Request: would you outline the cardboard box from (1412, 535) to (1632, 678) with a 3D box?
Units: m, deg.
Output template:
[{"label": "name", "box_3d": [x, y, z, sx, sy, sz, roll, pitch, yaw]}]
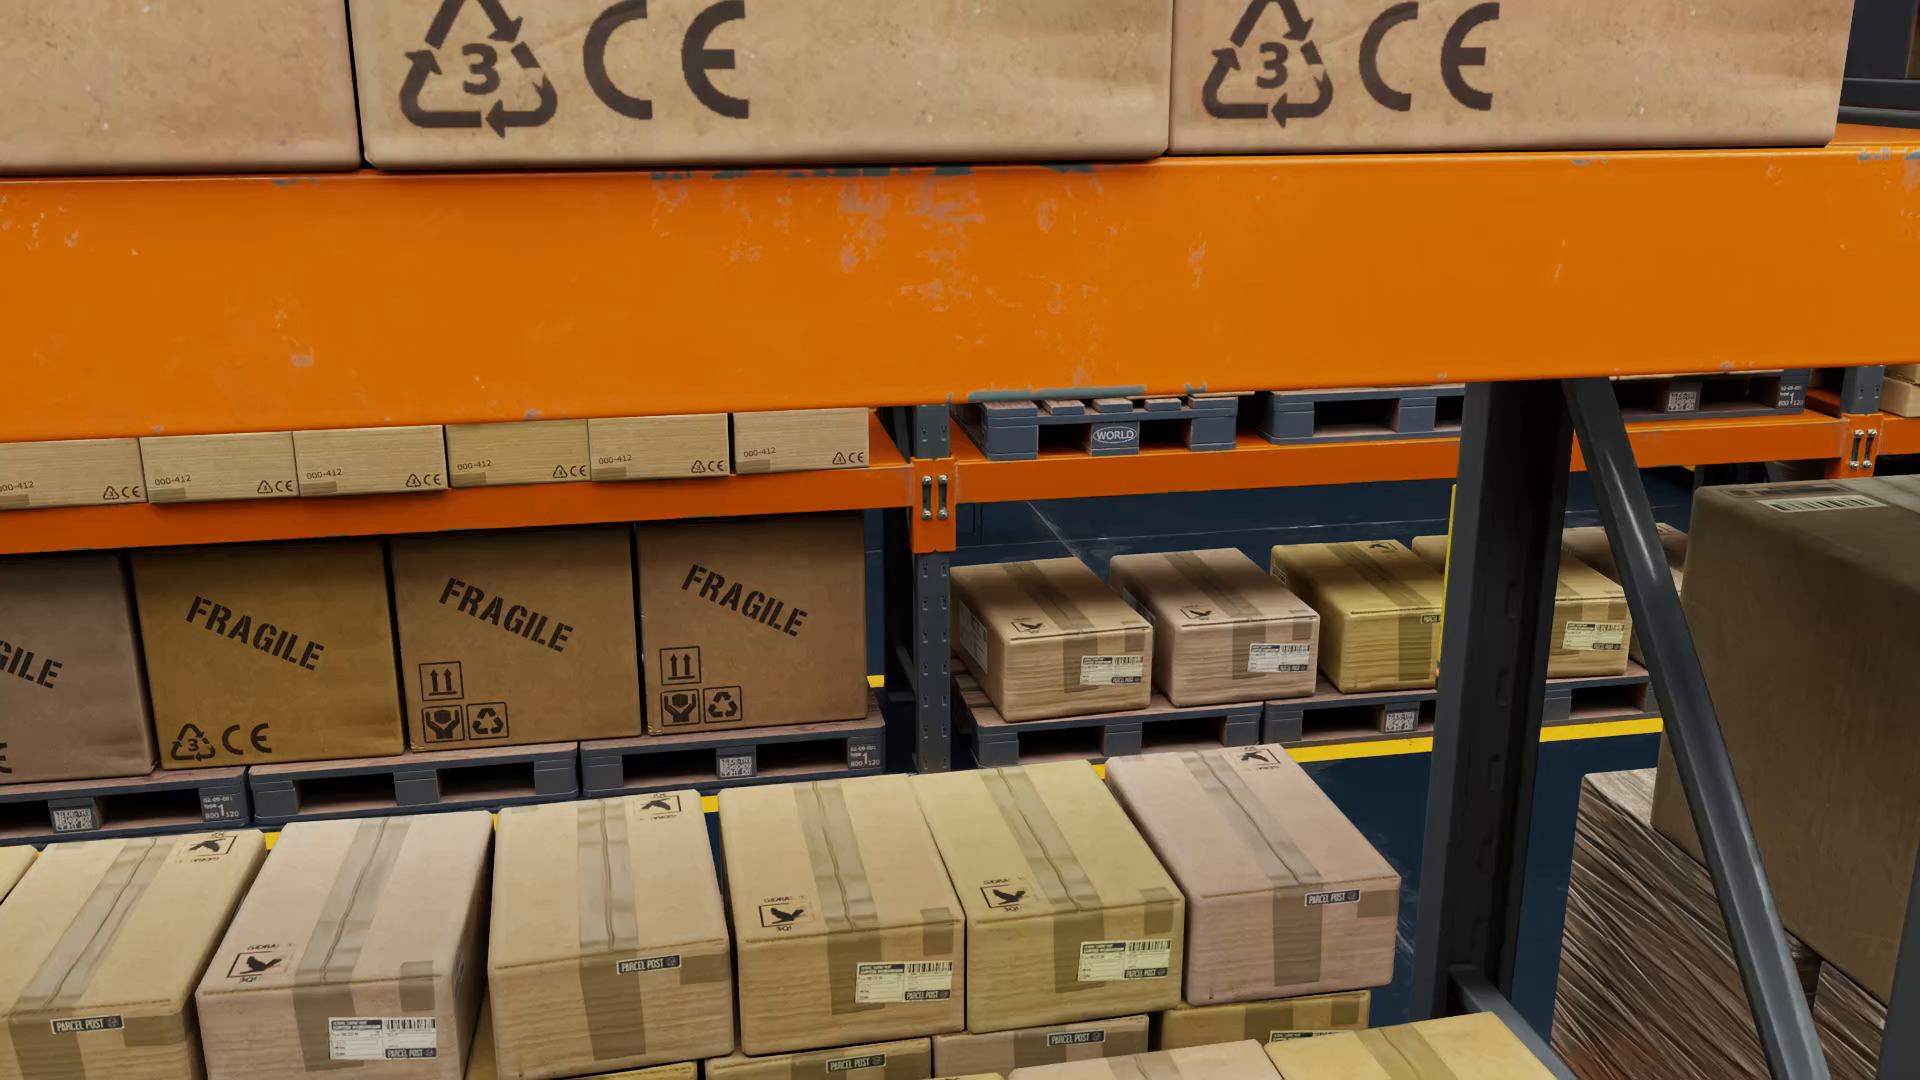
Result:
[{"label": "cardboard box", "box_3d": [2.514, 0.283, 7.541, 0.625, 0.372, 0.950, -2, 17, -7]}]

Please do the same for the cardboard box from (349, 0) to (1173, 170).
[{"label": "cardboard box", "box_3d": [-0.156, -0.544, 1.195, 0.500, 0.500, 0.500, -3, 17, -10]}]

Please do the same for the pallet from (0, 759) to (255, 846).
[{"label": "pallet", "box_3d": [-3.378, 0.871, 6.618, 1.213, 0.211, 1.003, -3, 17, -10]}]

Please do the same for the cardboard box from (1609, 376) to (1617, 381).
[{"label": "cardboard box", "box_3d": [2.523, -0.766, 6.910, 0.250, 0.149, 0.380, -3, 17, -10]}]

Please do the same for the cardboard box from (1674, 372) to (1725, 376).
[{"label": "cardboard box", "box_3d": [3.019, -0.806, 7.040, 0.250, 0.149, 0.380, -4, 17, -12]}]

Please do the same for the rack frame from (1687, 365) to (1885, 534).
[{"label": "rack frame", "box_3d": [3.734, -0.843, 7.448, 0.127, 3.000, 1.000, -3, 17, -10]}]

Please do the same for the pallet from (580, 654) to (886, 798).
[{"label": "pallet", "box_3d": [-0.982, 0.735, 7.060, 1.213, 0.211, 1.003, -3, 17, -10]}]

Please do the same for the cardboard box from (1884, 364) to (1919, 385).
[{"label": "cardboard box", "box_3d": [4.219, -0.977, 7.208, 0.500, 0.500, 0.500, -3, 17, -11]}]

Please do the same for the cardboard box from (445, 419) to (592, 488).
[{"label": "cardboard box", "box_3d": [-1.637, -0.389, 6.226, 0.500, 0.250, 0.500, -3, 17, -11]}]

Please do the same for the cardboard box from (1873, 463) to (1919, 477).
[{"label": "cardboard box", "box_3d": [4.364, -0.043, 7.534, 0.500, 0.500, 0.500, -2, 17, -8]}]

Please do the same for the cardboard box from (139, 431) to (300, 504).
[{"label": "cardboard box", "box_3d": [-2.625, -0.328, 6.025, 0.500, 0.250, 0.500, -3, 17, -11]}]

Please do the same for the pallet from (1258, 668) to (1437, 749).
[{"label": "pallet", "box_3d": [1.769, 0.603, 7.491, 1.213, 0.211, 1.003, -3, 17, -10]}]

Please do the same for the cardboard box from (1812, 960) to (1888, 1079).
[{"label": "cardboard box", "box_3d": [1.337, 0.806, 1.909, 0.500, 0.500, 0.500, -3, 17, -10]}]

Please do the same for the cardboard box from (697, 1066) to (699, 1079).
[{"label": "cardboard box", "box_3d": [-0.426, 0.733, 2.030, 0.250, 0.149, 0.380, -2, 17, -8]}]

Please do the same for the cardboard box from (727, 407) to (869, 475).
[{"label": "cardboard box", "box_3d": [-0.641, -0.446, 6.409, 0.500, 0.250, 0.500, -4, 17, -12]}]

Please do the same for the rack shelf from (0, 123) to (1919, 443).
[{"label": "rack shelf", "box_3d": [-1.119, -0.178, 1.398, 4.000, 0.370, 1.077, -3, 17, -10]}]

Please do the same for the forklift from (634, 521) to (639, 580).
[{"label": "forklift", "box_3d": [-2.314, -1.247, 8.880, 3.031, 2.935, 1.130, -4, 17, -12]}]

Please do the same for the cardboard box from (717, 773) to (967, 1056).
[{"label": "cardboard box", "box_3d": [-0.151, 0.434, 1.990, 0.250, 0.149, 0.380, -3, 17, -11]}]

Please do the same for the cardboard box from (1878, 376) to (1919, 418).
[{"label": "cardboard box", "box_3d": [4.104, -0.648, 7.241, 0.250, 0.149, 0.380, -3, 17, -11]}]

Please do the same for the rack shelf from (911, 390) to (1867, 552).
[{"label": "rack shelf", "box_3d": [1.770, -0.388, 7.191, 4.000, 0.370, 1.077, -3, 17, -10]}]

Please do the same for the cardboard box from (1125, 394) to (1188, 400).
[{"label": "cardboard box", "box_3d": [0.722, -0.674, 6.609, 0.250, 0.149, 0.380, -4, 18, -14]}]

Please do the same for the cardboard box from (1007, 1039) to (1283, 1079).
[{"label": "cardboard box", "box_3d": [0.204, 0.609, 1.421, 0.250, 0.149, 0.380, -3, 17, -11]}]

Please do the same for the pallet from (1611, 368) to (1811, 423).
[{"label": "pallet", "box_3d": [2.956, -0.751, 7.474, 1.213, 0.211, 1.003, -3, 17, -10]}]

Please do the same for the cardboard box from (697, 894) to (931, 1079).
[{"label": "cardboard box", "box_3d": [-0.195, 0.579, 2.025, 0.250, 0.149, 0.380, -4, 17, -12]}]

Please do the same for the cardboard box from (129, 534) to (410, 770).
[{"label": "cardboard box", "box_3d": [-2.642, 0.307, 6.606, 0.875, 0.875, 0.875, -3, 17, -9]}]

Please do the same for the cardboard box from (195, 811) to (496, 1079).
[{"label": "cardboard box", "box_3d": [-0.676, 0.464, 1.891, 0.250, 0.149, 0.380, -2, 17, -8]}]

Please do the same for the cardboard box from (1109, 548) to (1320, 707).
[{"label": "cardboard box", "box_3d": [1.086, 0.363, 7.281, 0.625, 0.372, 0.950, -4, 17, -12]}]

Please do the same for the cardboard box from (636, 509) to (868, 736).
[{"label": "cardboard box", "box_3d": [-0.887, 0.209, 6.926, 0.875, 0.875, 0.875, -3, 17, -11]}]

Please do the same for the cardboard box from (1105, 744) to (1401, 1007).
[{"label": "cardboard box", "box_3d": [0.350, 0.406, 2.080, 0.250, 0.149, 0.380, -3, 17, -10]}]

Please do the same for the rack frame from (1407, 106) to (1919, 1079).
[{"label": "rack frame", "box_3d": [0.845, 0.802, 2.092, 0.053, 2.616, 0.949, -3, 17, -10]}]

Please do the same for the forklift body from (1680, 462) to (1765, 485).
[{"label": "forklift body", "box_3d": [5.200, -1.459, 10.900, 1.214, 2.155, 2.313, -3, 17, -10]}]

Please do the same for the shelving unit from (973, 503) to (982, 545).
[{"label": "shelving unit", "box_3d": [0.014, -0.574, 9.638, 0.189, 1.200, 0.258, -3, 17, -10]}]

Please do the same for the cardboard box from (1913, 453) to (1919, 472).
[{"label": "cardboard box", "box_3d": [4.499, -0.343, 7.405, 0.250, 0.149, 0.380, -3, 17, -10]}]

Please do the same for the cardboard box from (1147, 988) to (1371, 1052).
[{"label": "cardboard box", "box_3d": [0.332, 0.547, 2.128, 0.250, 0.149, 0.380, -2, 17, -8]}]

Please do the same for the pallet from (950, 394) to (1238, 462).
[{"label": "pallet", "box_3d": [0.486, -0.599, 6.980, 1.003, 0.211, 1.213, -3, 17, -10]}]

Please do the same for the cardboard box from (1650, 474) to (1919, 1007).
[{"label": "cardboard box", "box_3d": [1.288, 0.253, 2.006, 0.500, 0.500, 0.700, -3, 17, -11]}]

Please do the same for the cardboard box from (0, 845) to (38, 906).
[{"label": "cardboard box", "box_3d": [-1.181, 0.492, 1.800, 0.250, 0.149, 0.380, -3, 17, -11]}]
